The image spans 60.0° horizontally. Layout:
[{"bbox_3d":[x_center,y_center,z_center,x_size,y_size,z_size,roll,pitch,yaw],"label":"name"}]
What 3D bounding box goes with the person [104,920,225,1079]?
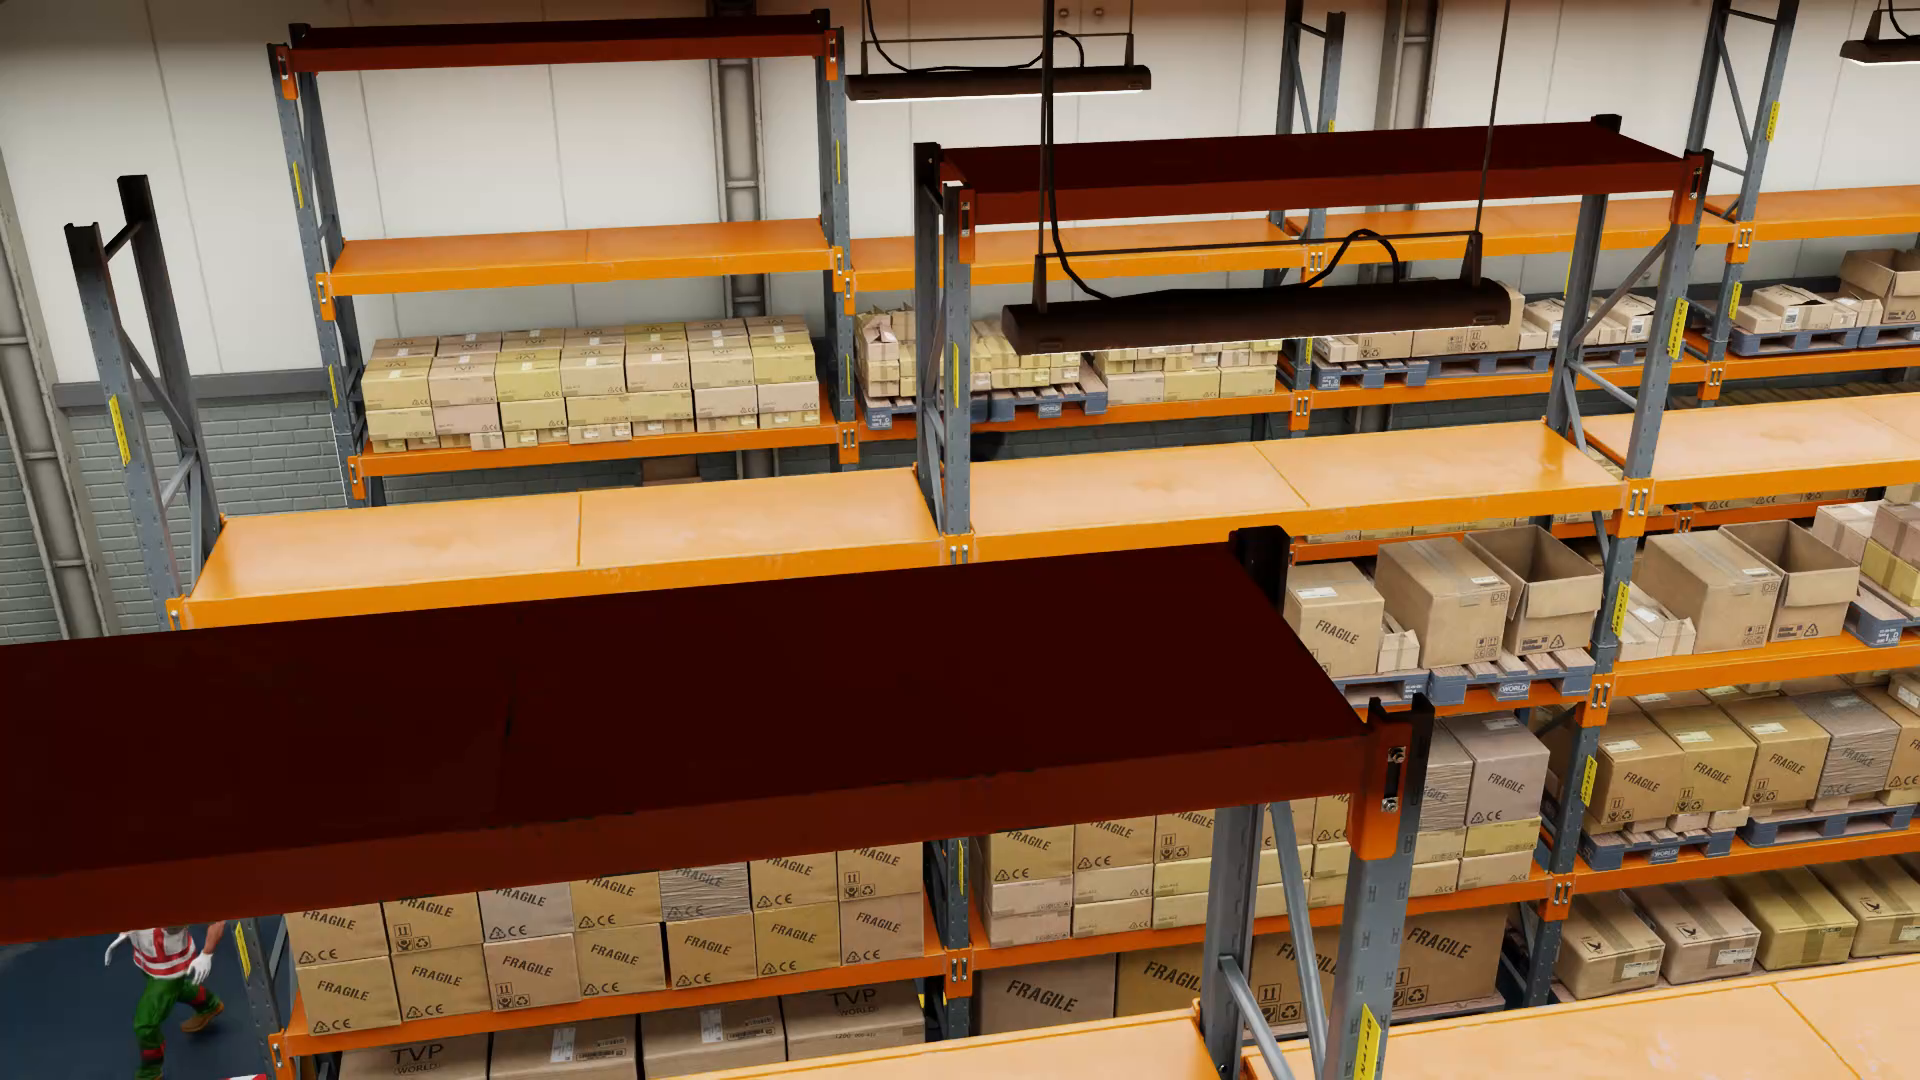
[{"bbox_3d":[-5.084,2.725,10.624,0.723,1.790,0.869,16,30,30],"label":"person"}]
